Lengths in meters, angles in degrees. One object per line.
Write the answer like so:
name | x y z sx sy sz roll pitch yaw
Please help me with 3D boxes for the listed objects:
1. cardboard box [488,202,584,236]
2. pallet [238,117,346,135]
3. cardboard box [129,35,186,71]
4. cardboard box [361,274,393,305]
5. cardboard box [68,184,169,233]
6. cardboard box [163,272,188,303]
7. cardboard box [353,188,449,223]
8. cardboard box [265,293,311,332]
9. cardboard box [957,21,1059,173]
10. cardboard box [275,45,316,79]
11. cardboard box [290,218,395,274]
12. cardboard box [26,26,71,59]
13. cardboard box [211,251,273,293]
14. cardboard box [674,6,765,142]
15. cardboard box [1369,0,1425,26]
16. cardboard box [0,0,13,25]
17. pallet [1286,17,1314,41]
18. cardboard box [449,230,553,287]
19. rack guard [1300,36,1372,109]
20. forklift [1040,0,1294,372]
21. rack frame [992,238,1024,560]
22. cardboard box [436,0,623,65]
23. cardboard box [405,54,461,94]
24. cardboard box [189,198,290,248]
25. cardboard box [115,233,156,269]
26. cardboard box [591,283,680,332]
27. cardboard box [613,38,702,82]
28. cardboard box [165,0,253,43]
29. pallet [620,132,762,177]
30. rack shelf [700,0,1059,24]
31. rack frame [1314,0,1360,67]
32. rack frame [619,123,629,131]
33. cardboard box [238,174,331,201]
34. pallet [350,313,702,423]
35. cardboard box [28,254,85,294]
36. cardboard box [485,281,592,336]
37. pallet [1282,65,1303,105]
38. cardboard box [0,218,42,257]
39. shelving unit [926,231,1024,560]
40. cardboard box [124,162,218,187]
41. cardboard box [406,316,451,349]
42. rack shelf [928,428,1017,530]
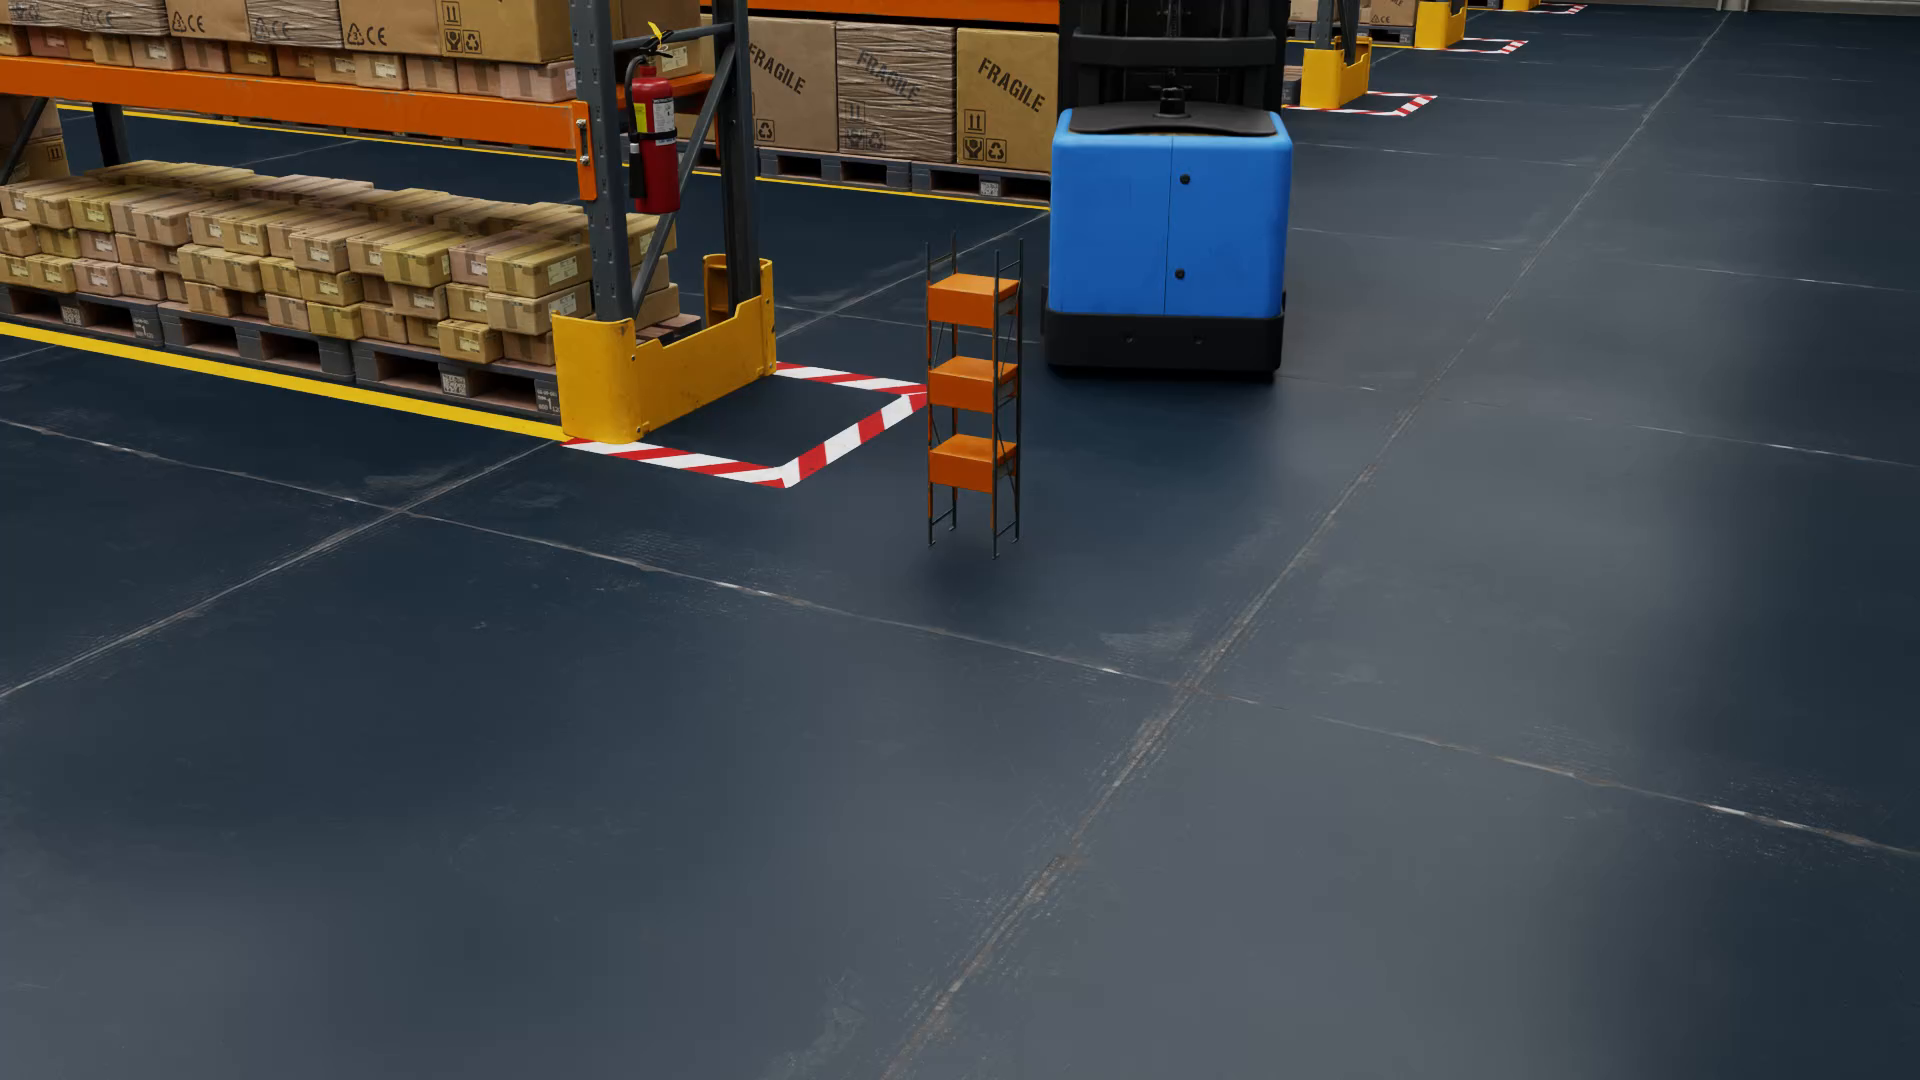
cardboard box | -1.941 -1.435 7.638 0.250 0.149 0.380 11 25 24
pallet | -5.301 -3.651 14.066 1.213 0.211 1.003 11 25 25
cardboard box | -3.427 -2.184 7.373 0.250 0.149 0.380 12 26 27
cardboard box | -2.417 -1.159 7.369 0.250 0.149 0.380 11 25 24
cardboard box | -4.048 -1.604 8.036 0.250 0.149 0.380 11 25 24
cardboard box | -3.561 -1.249 7.960 0.250 0.149 0.380 10 25 22
cardboard box | -2.657 -1.565 7.943 0.250 0.149 0.380 12 26 25
cardboard box | -2.912 -1.079 7.560 0.250 0.149 0.380 12 26 26
cardboard box | 0.561 -2.988 11.122 0.875 0.875 0.875 11 25 25
cardboard box | -2.688 -2.074 7.116 0.250 0.149 0.380 10 25 22
cardboard box | -2.700 -1.295 7.308 0.250 0.149 0.380 12 26 26
cardboard box | -4.098 -2.351 7.766 0.250 0.149 0.380 10 25 22
cardboard box | -3.170 -1.253 7.591 0.250 0.149 0.380 11 26 25
cardboard box | -1.848 -3.465 12.243 0.875 0.875 0.875 11 25 25
cardboard box | 5.045 -6.209 19.148 0.500 0.500 0.500 11 25 25
cardboard box | -4.401 -2.687 7.727 0.500 0.500 0.500 11 25 24
pallet | 3.777 -6.233 20.137 1.213 0.211 1.003 11 25 25
cardboard box | -1.945 -1.197 7.079 0.250 0.149 0.380 12 26 26
rack guard | 3.431 -4.267 15.145 0.348 0.500 1.175 11 25 25
forklift | 1.043 -2.627 8.182 1.130 2.935 3.031 2 23 5
rack frame | 0.157 -0.452 5.472 0.008 1.050 0.200 11 25 25
cardboard box | -1.677 -2.145 6.454 0.500 0.500 0.500 12 26 26
cardboard box | -2.013 -1.912 6.735 0.250 0.149 0.380 11 25 24
cardboard box | -3.334 -1.474 7.728 0.250 0.149 0.380 10 25 22
cardboard box | -3.810 -1.429 8.004 0.250 0.149 0.380 10 25 22
cardboard box | -1.483 -1.059 7.513 0.250 0.149 0.380 12 26 26
cardboard box | -1.301 -2.029 7.009 0.250 0.149 0.380 11 25 24
cardboard box | -3.031 -2.416 7.090 0.500 0.500 0.500 13 26 27
pallet | -1.758 -2.949 12.414 1.213 0.211 1.003 11 25 25
rack shelf | -0.616 -3.710 11.559 4.000 0.370 1.077 11 25 25
rack frame | 3.403 -5.417 14.655 0.127 3.000 1.000 11 25 25
rack frame | -2.401 -4.394 12.249 0.127 3.000 1.000 11 25 25
cardboard box | -3.343 -1.701 8.263 0.250 0.149 0.380 10 25 22
pallet | -1.936 -0.859 7.500 1.213 0.211 1.003 11 25 25
cardboard box | -4.312 -1.337 8.168 0.250 0.149 0.380 12 26 26
cardboard box | -1.759 -0.985 6.959 0.250 0.149 0.380 10 25 23
pallet | 2.685 -4.293 15.575 1.213 0.211 1.003 11 25 25
cardboard box | -4.550 -1.522 8.222 0.250 0.149 0.380 12 26 27
shelving unit | 0.048 -0.474 5.522 0.252 1.050 0.215 11 25 25
cardboard box | -4.048 -1.831 8.569 0.250 0.149 0.380 12 26 25
cardboard box | -2.195 -0.961 7.284 0.250 0.149 0.380 11 25 24
rack shelf | 0.048 -0.208 5.635 0.240 0.259 0.215 11 25 25
